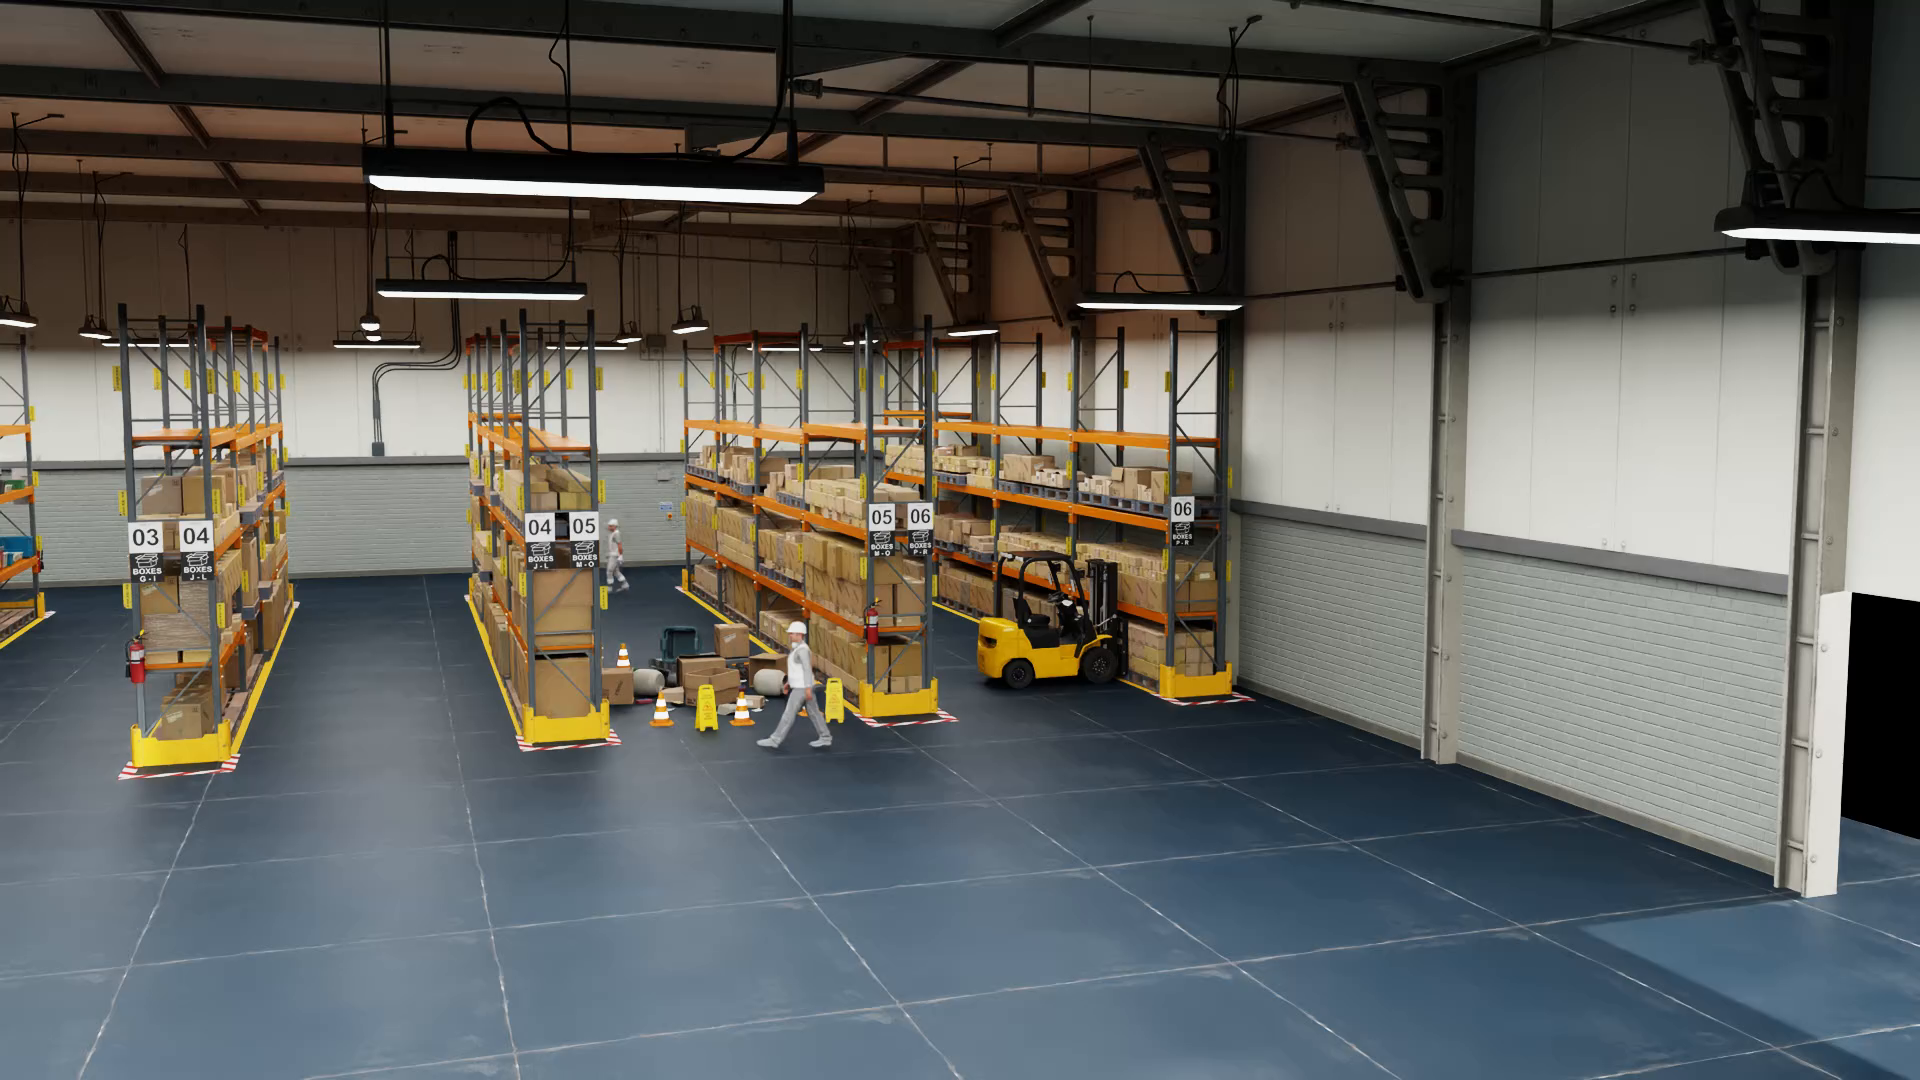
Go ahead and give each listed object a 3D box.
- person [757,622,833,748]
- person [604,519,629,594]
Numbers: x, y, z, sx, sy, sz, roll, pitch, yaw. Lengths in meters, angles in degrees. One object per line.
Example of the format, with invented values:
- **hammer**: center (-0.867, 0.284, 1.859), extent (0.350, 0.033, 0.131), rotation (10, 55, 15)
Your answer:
- **person**: center (-2.248, 1.971, 22.651), extent (1.011, 1.722, 0.544), rotation (0, 5, -2)
- **person**: center (-8.199, 0.403, 39.391), extent (0.707, 1.804, 0.609), rotation (-2, 6, -17)
